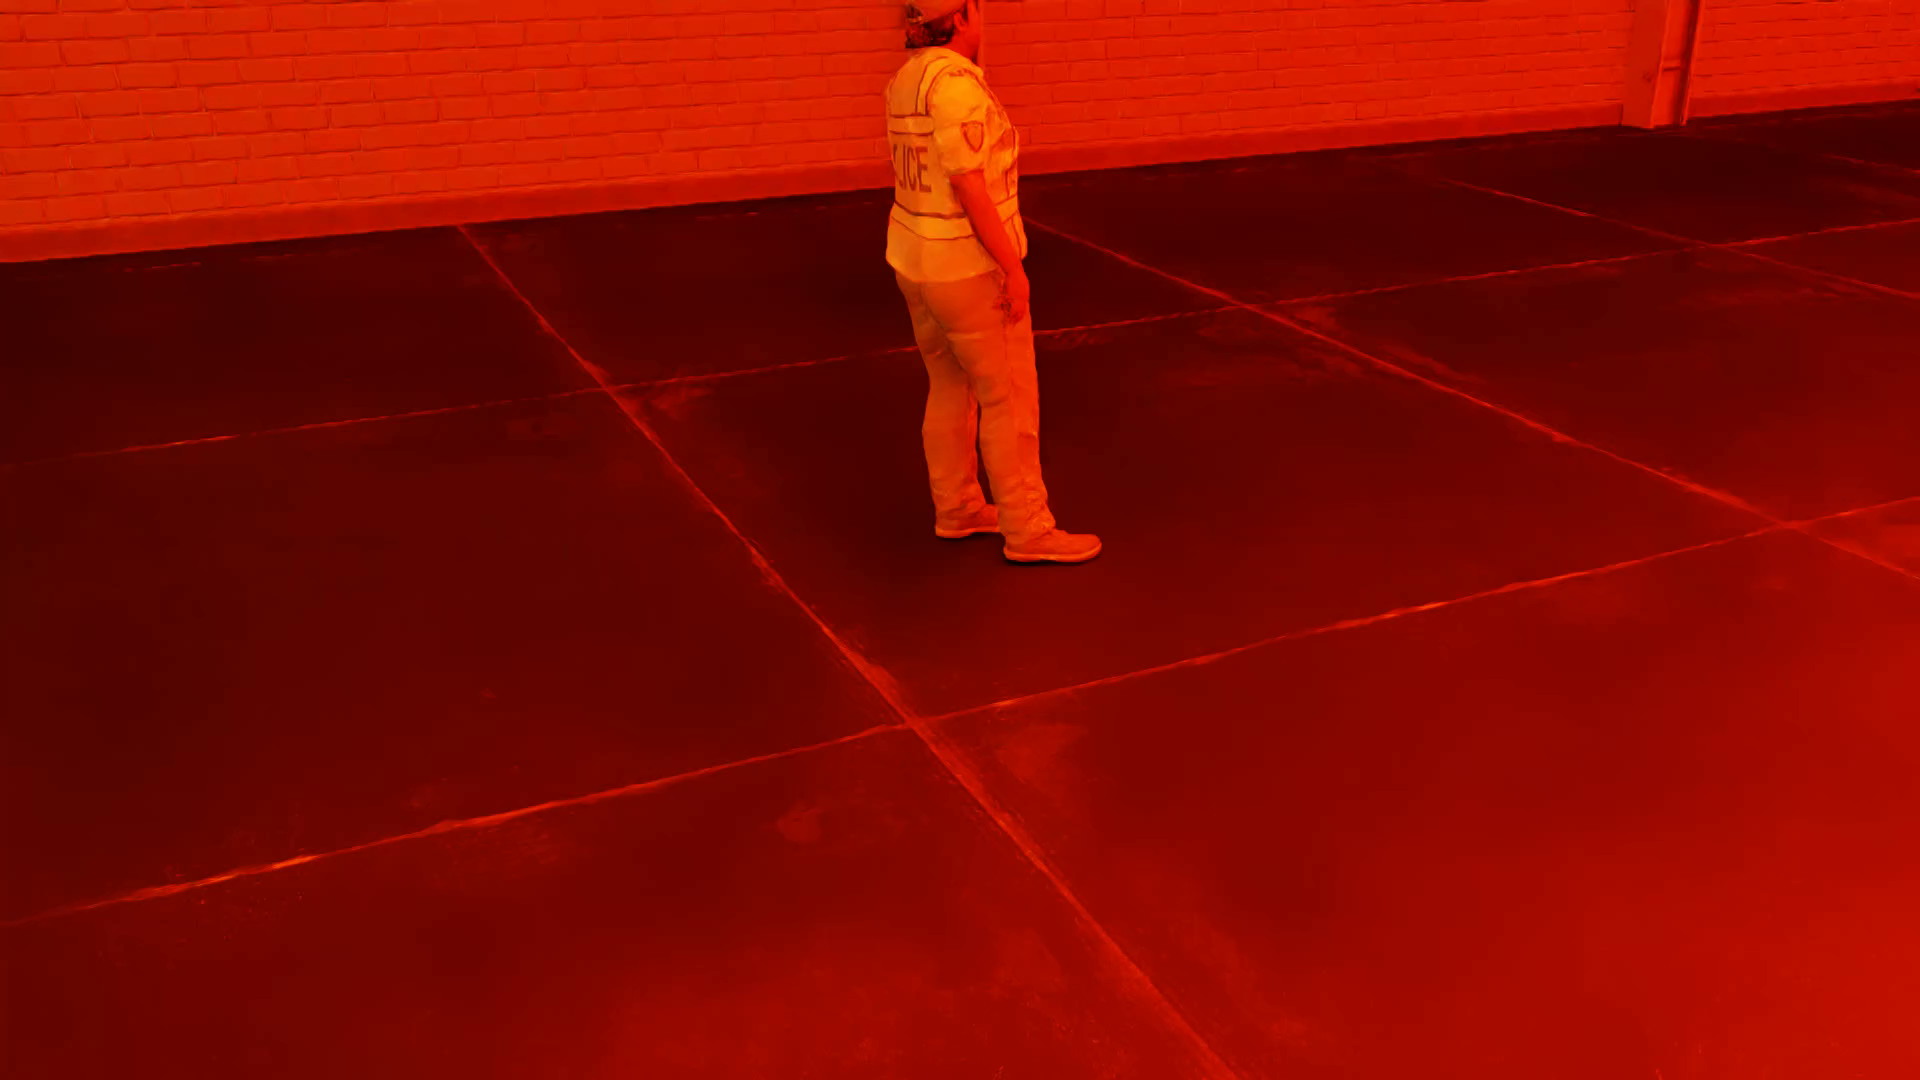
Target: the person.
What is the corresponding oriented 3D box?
[{"bbox_3d":[0.079,-0.781,4.795,0.529,1.669,0.598,-10,25,-23],"label":"person"}]
